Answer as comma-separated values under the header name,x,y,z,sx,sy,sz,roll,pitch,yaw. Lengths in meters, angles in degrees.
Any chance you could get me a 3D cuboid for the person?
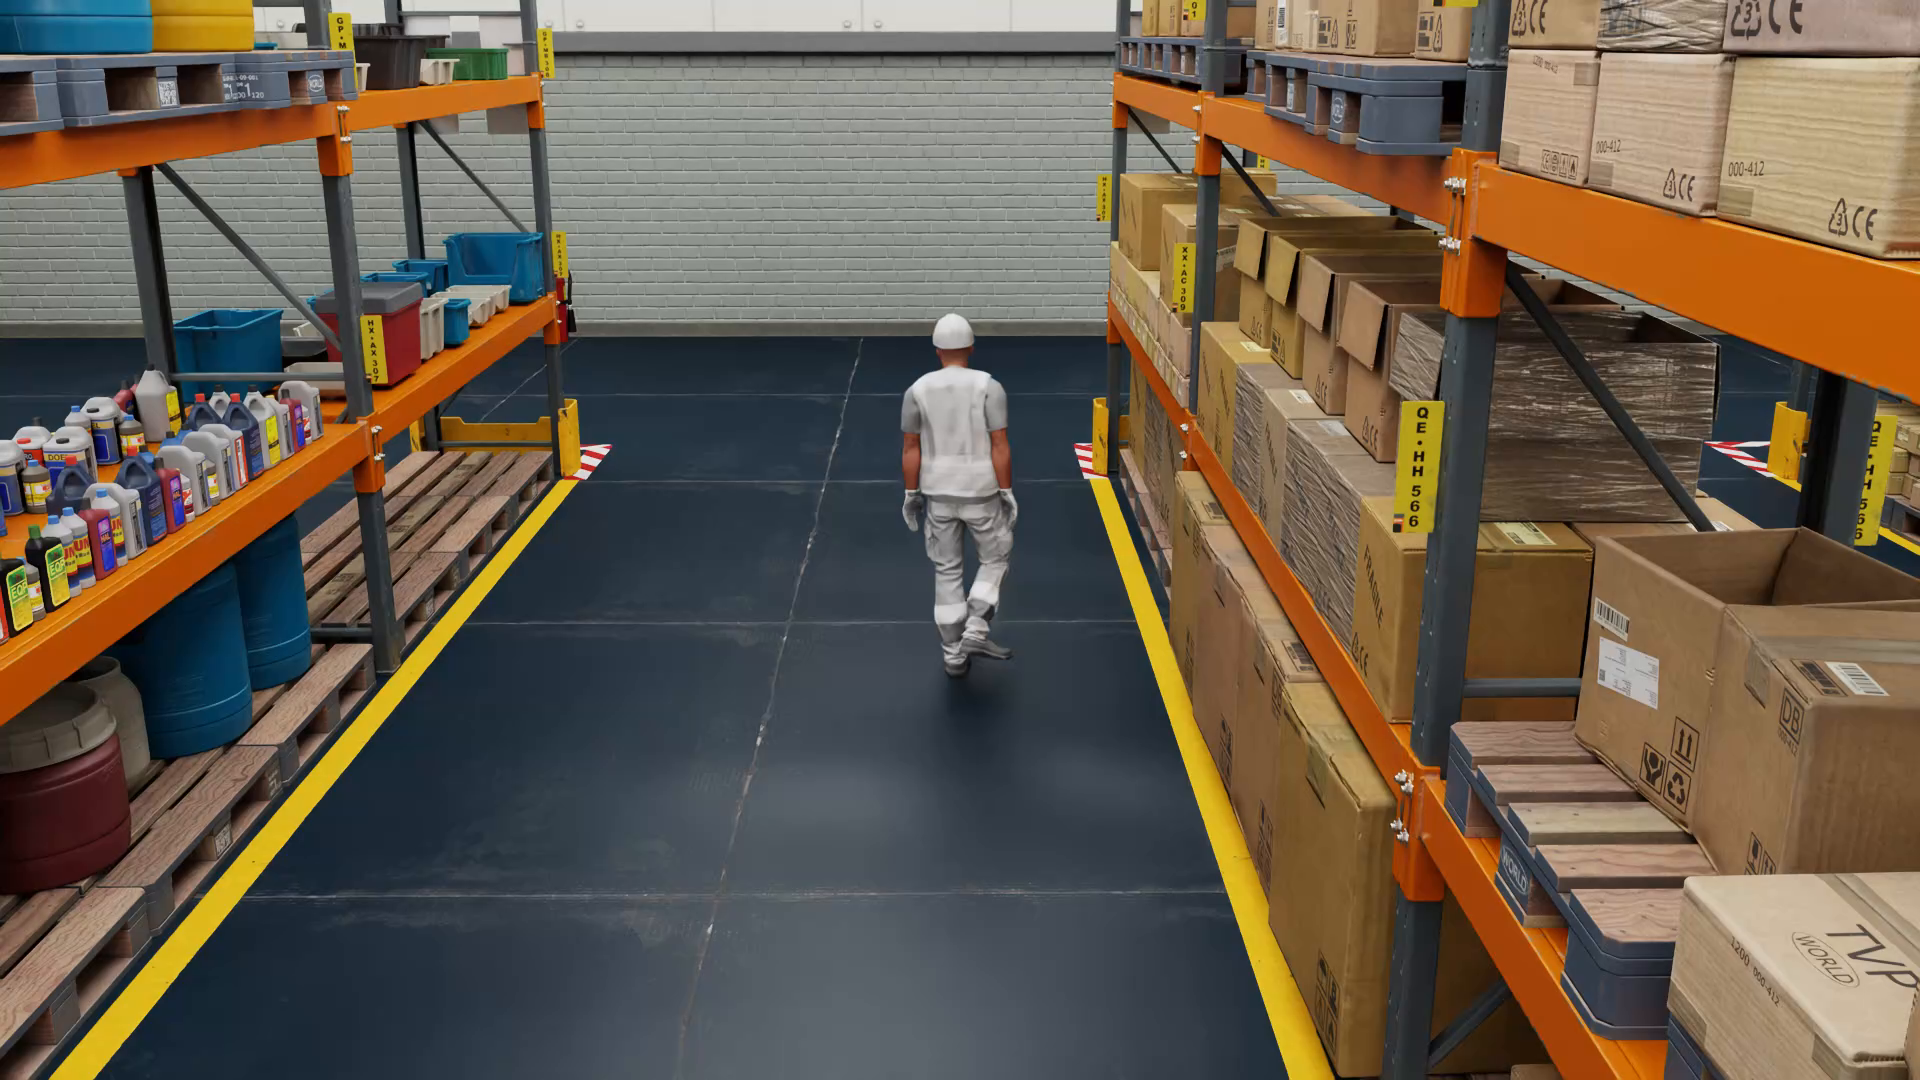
name,x,y,z,sx,sy,sz,roll,pitch,yaw
person,-0.005,-0.200,8.141,0.588,1.780,0.558,3,17,10
